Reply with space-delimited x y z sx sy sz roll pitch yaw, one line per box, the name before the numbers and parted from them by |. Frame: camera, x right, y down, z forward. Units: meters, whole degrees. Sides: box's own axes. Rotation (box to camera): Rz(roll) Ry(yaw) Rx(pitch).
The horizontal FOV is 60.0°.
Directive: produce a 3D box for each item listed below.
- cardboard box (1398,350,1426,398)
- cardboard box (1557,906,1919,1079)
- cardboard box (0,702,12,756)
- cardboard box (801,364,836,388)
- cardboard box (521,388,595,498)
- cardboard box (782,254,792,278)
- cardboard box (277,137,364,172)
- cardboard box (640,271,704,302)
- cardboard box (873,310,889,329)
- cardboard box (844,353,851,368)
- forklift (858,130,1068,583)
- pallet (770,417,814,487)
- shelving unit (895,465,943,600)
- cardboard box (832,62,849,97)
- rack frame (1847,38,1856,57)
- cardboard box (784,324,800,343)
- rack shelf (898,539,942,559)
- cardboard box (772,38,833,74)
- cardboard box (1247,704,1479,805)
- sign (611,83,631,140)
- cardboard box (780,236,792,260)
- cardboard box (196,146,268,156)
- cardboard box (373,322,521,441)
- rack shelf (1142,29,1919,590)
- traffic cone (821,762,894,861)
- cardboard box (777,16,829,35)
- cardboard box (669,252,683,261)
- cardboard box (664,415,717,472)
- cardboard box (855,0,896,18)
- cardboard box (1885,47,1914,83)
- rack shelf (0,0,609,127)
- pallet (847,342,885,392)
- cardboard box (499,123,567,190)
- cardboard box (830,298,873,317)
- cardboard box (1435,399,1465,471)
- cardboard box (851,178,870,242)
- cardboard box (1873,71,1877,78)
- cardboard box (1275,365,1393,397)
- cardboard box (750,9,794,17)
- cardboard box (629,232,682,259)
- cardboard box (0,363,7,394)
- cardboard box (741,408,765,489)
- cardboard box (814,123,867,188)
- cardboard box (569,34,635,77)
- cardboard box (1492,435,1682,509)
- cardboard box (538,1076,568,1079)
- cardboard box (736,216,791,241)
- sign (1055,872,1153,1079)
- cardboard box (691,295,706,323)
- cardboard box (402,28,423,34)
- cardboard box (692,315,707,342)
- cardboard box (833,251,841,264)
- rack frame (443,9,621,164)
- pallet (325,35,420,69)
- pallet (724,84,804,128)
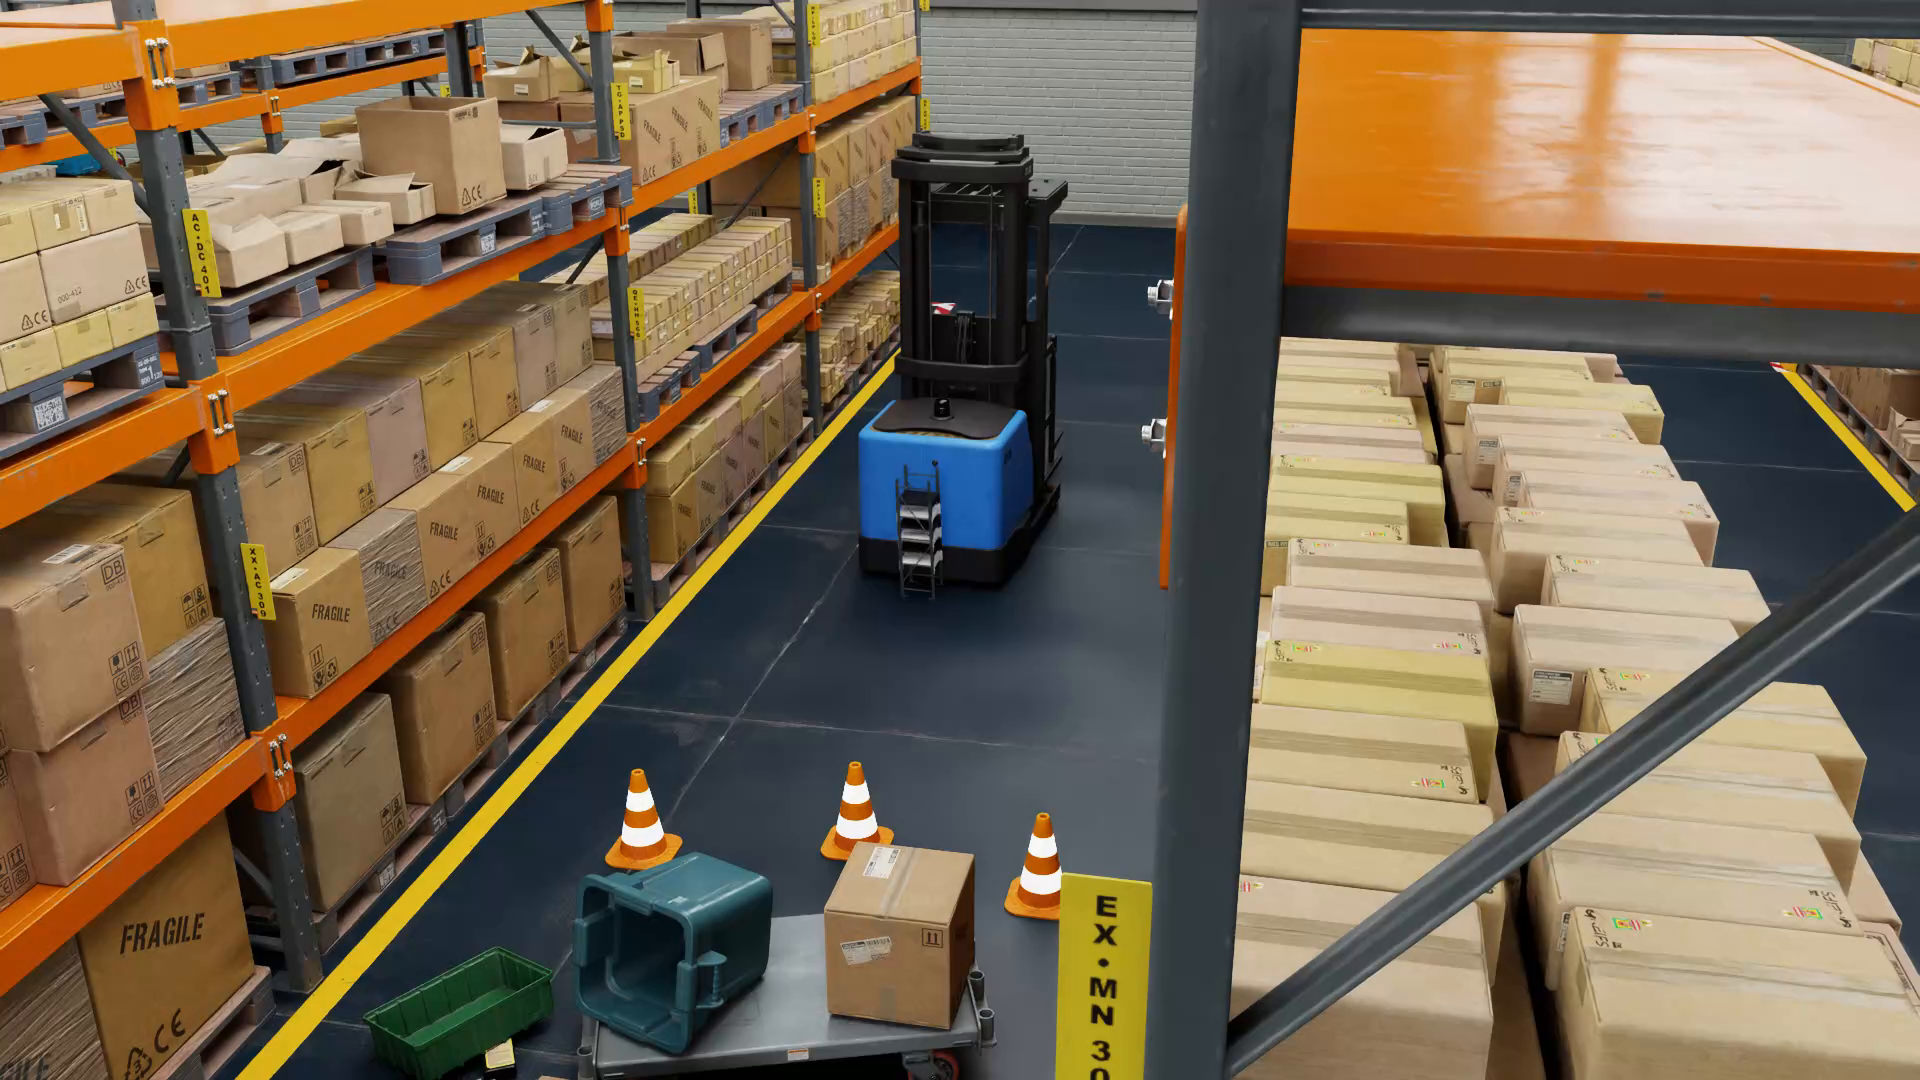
cardboard box | 1.156 -0.415 5.155 0.500 0.250 0.500 4 22 10
cardboard box | 0.970 0.609 2.080 0.380 0.149 0.250 4 22 11
cardboard box | -3.704 0.524 5.392 0.875 0.550 0.550 4 22 11
cardboard box | -1.333 -1.479 14.868 0.380 0.149 0.250 5 23 13
cardboard box | -2.468 -0.577 9.637 0.500 0.500 0.500 4 22 11
cardboard box | -1.607 -2.279 13.771 0.380 0.149 0.250 4 22 10
cardboard box | -3.106 -1.870 8.390 0.500 0.311 0.500 4 22 10
cardboard box | -2.038 -1.790 11.761 0.380 0.149 0.250 6 23 13
cardboard box | -0.929 -2.239 16.753 0.380 0.149 0.250 5 22 12
cardboard box | -1.253 -1.732 15.893 0.380 0.149 0.250 4 22 9
forklift | 0.162 -1.587 12.370 1.130 2.935 3.031 6 23 14
pallet | -1.877 -0.783 14.014 1.003 0.211 1.213 4 22 11
shelving unit | -0.272 -0.047 11.241 0.258 0.900 0.210 6 29 14
cardboard box | -1.274 -4.016 14.495 0.500 0.250 0.500 4 22 10
rack frame | 8.823 -5.889 14.931 1.000 3.000 0.127 4 22 11
cardboard box | -1.716 -1.936 15.604 0.380 0.149 0.250 5 23 13
rack shelf | -0.269 0.061 11.300 0.258 0.077 0.200 6 29 14
cardboard box | -1.387 -4.072 13.966 0.500 0.250 0.500 5 23 13
cardboard box | 0.602 0.391 2.621 0.380 0.149 0.250 4 22 10
sign | -1.994 -2.521 9.784 0.100 0.325 0.005 4 22 11
cardboard box | -1.608 -2.417 13.715 0.380 0.149 0.250 5 23 13
cardboard box | -6.723 -3.381 15.531 0.500 0.500 0.500 5 22 12
cardboard box | -2.842 -0.872 9.031 0.700 0.500 0.500 4 22 10
rack shelf | 1.106 -0.811 3.289 1.077 0.370 4.000 4 22 11
traffic cone | -0.523 1.339 8.408 0.336 0.463 0.334 4 22 11
cardboard box | -1.340 -4.381 14.198 0.380 0.149 0.250 4 22 10
cardboard box | -2.406 -2.184 13.136 0.380 0.149 0.250 4 22 9
cardboard box | -2.055 -0.700 11.857 0.500 0.250 0.500 4 22 10
cardboard box | -0.830 -5.137 16.076 0.380 0.149 0.250 5 22 12
cardboard box | 8.264 -4.051 14.185 0.500 0.250 0.500 4 22 9
rack shelf | -2.944 -2.430 7.840 1.077 0.370 4.000 4 22 11
pallet | -1.371 -1.763 16.449 1.003 0.211 1.213 4 22 11
cardboard box | -2.456 -2.084 8.921 0.500 0.311 0.500 4 22 11
cardboard box | -1.077 -2.287 16.475 0.380 0.149 0.250 4 22 9
cardboard box | 1.585 -0.188 4.592 0.500 0.250 0.500 4 22 10
cardboard box | -1.140 -3.070 15.430 0.500 0.500 0.500 4 22 10
cardboard box | 8.502 -4.185 15.050 0.380 0.149 0.250 5 22 12
cardboard box | 0.963 -0.362 4.491 0.380 0.149 0.250 4 22 11
cardboard box | -1.685 -4.710 15.015 0.380 0.149 0.250 4 22 11
cardboard box | -2.410 -2.319 13.074 0.380 0.149 0.250 4 22 10
cardboard box | -3.268 -0.513 5.238 0.380 0.149 0.250 5 22 11
cardboard box | -1.838 -0.731 12.938 0.500 0.500 0.500 4 22 10
cardboard box | -1.165 -3.528 15.228 0.500 0.500 0.500 5 22 12
cardboard box | -2.466 -3.331 11.435 0.396 0.266 0.258 4 22 11
cardboard box | 1.464 -0.127 3.908 0.380 0.149 0.250 5 22 12
cardboard box | -1.239 2.285 5.824 0.797 0.637 0.503 4 22 11
cardboard box | -1.611 -2.553 13.656 0.380 0.149 0.250 5 23 13
sign | 0.159 0.516 1.856 0.100 0.325 0.005 4 22 11
cardboard box | -2.034 -1.656 11.827 0.380 0.149 0.250 4 22 11
cardboard box | -6.025 -5.527 17.217 0.700 0.500 0.500 4 22 9
cardboard box | -2.032 -1.518 11.881 0.380 0.149 0.250 5 23 13
cardboard box | -1.298 -2.624 15.189 0.380 0.149 0.250 3 22 9
rack frame | -2.536 -3.681 9.447 1.000 3.000 0.127 4 22 11
pallet | -6.127 -4.869 16.533 1.003 0.211 1.213 4 22 11
pallet | -1.950 -3.448 13.135 1.213 0.211 1.003 4 22 11
